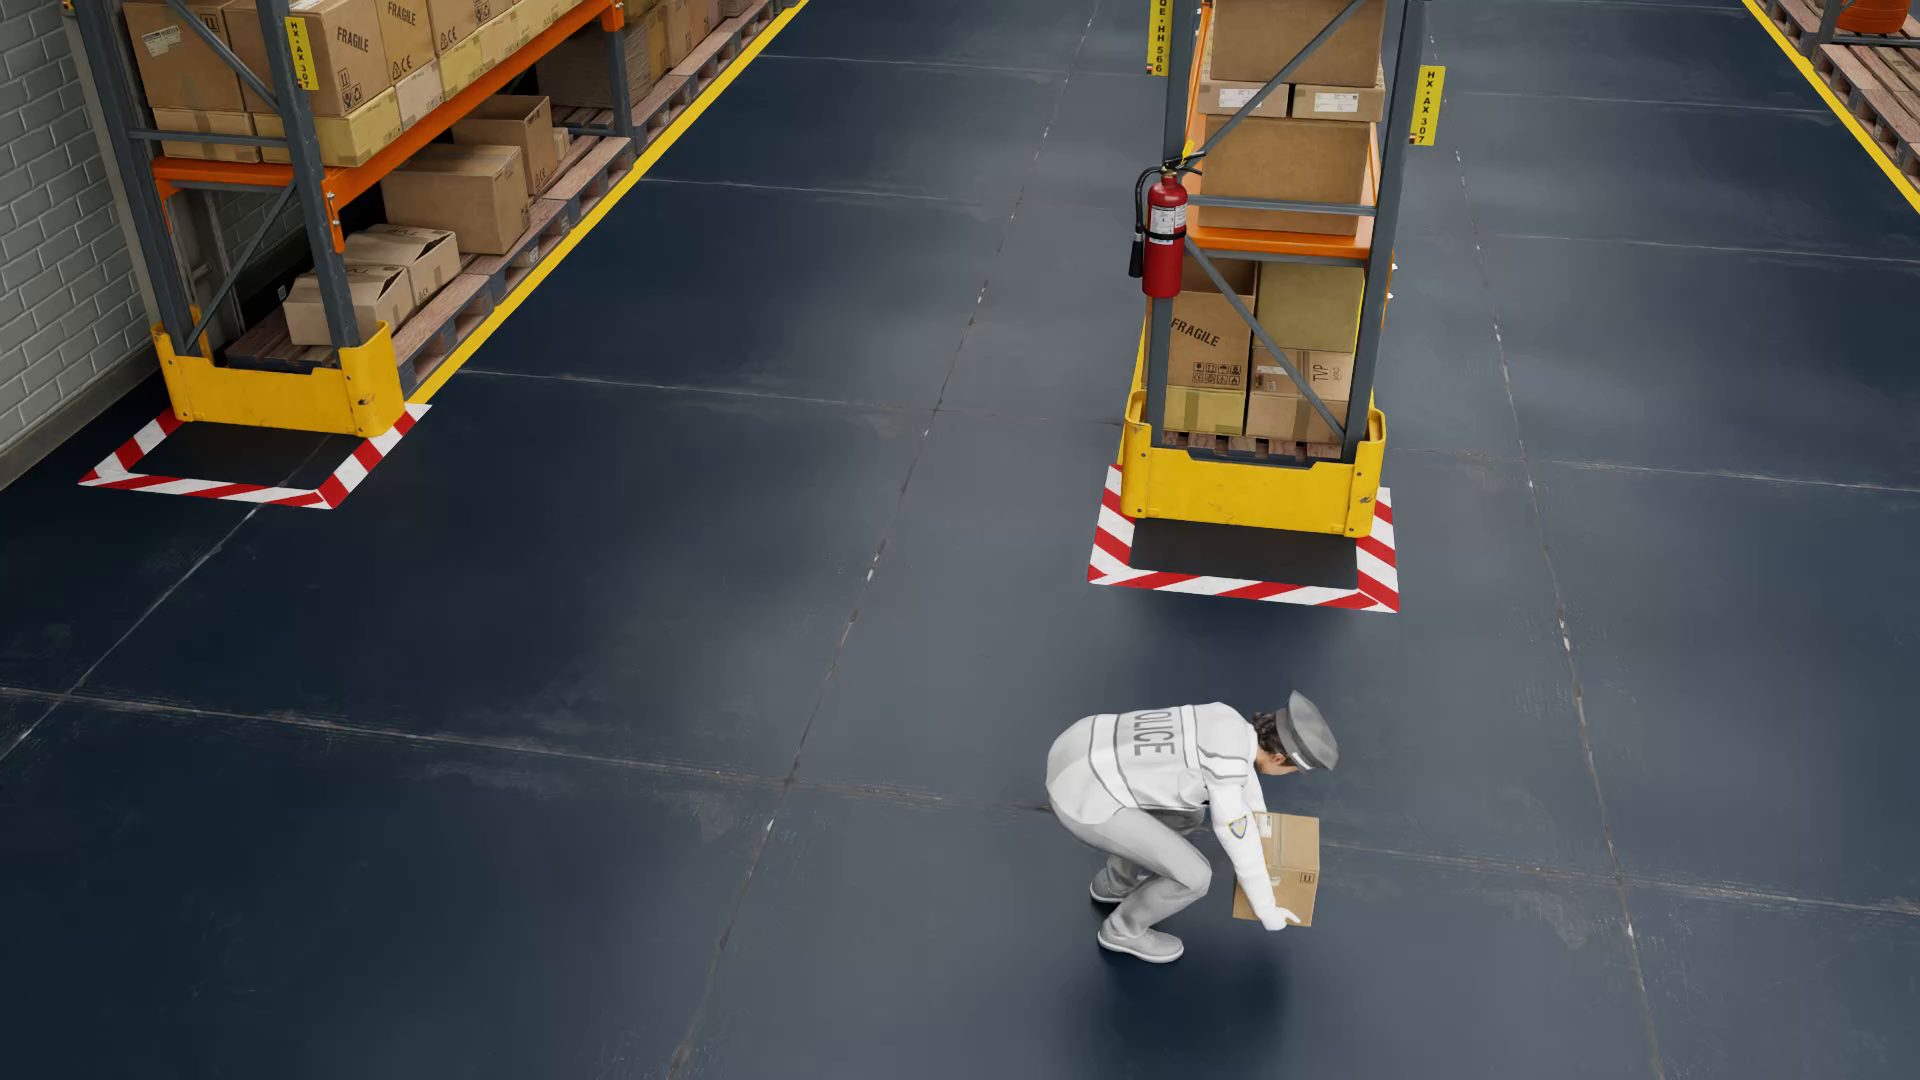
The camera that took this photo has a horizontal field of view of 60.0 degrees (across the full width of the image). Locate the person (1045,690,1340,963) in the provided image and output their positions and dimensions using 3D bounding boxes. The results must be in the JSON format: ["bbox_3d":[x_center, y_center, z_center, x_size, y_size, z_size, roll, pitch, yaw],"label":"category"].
[{"bbox_3d":[0.728,0.899,5.370,0.907,0.982,0.462,4,33,6],"label":"person"}]
